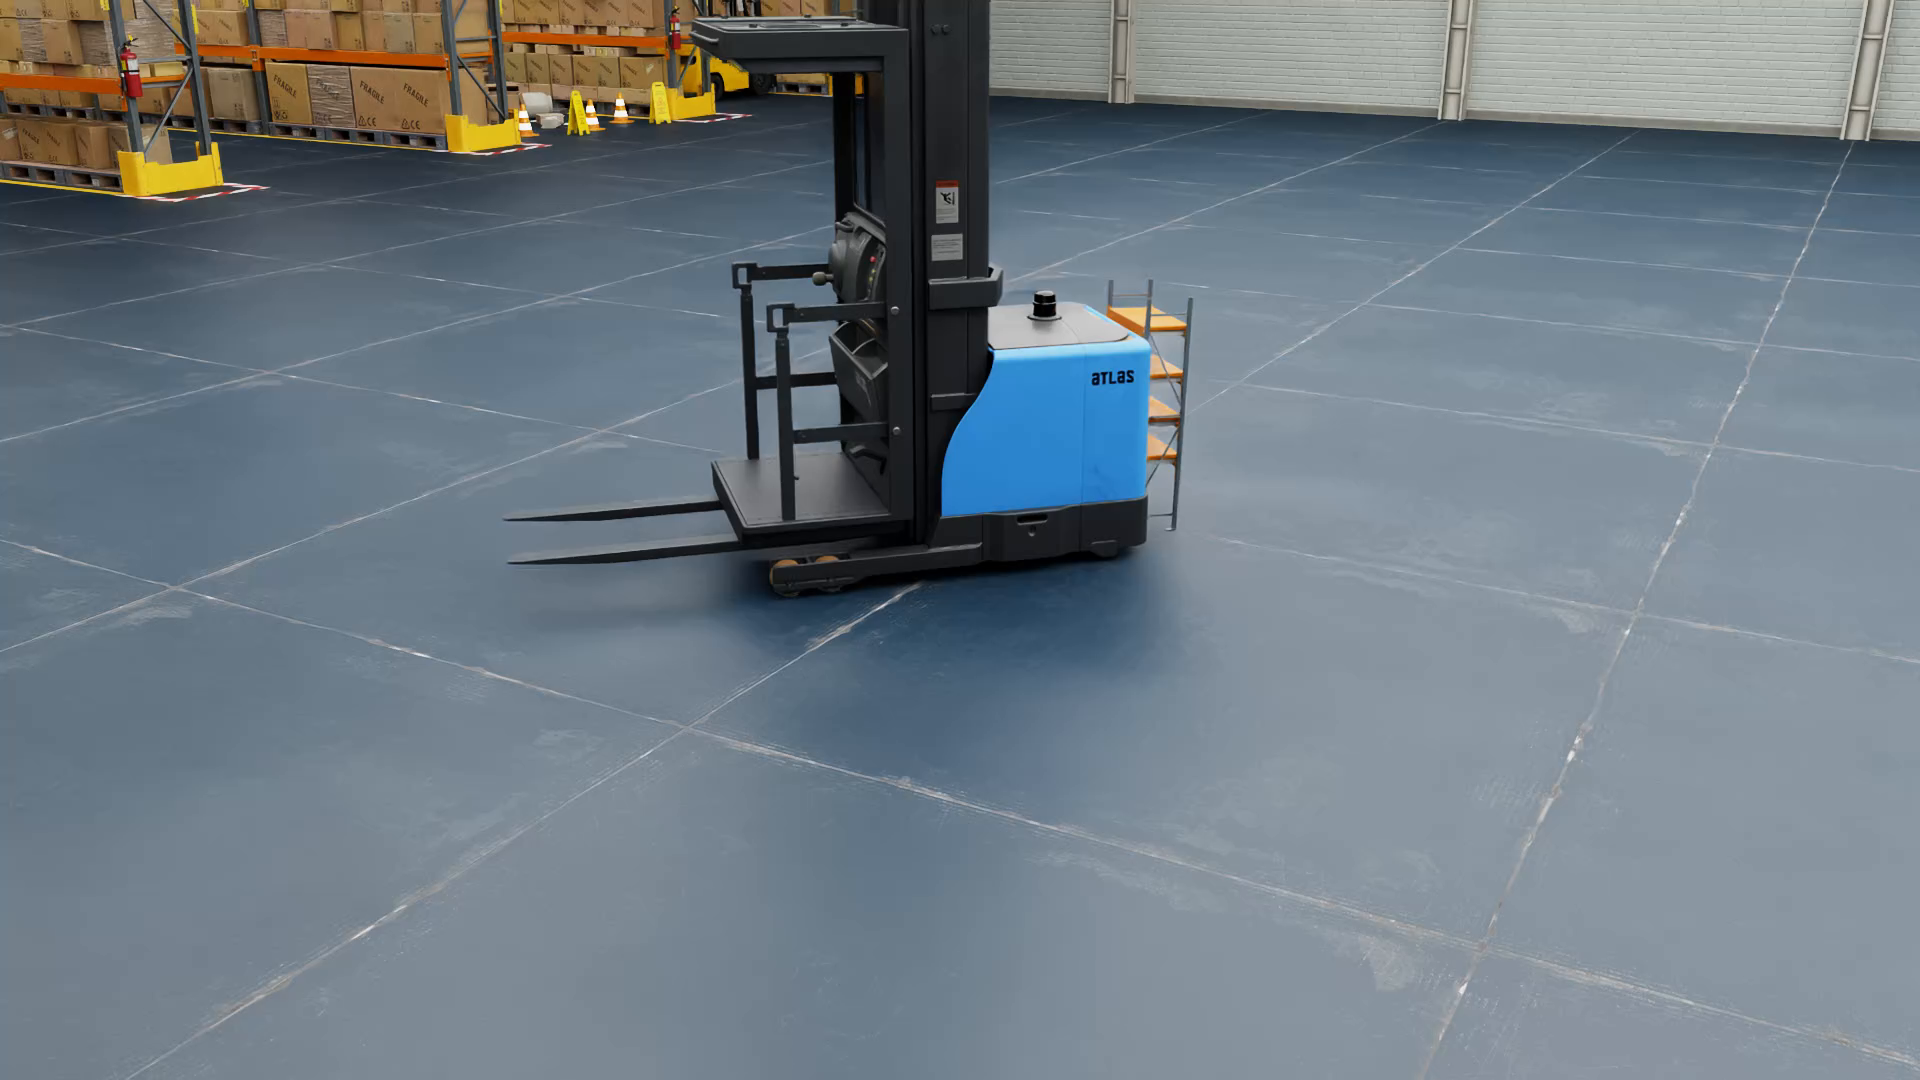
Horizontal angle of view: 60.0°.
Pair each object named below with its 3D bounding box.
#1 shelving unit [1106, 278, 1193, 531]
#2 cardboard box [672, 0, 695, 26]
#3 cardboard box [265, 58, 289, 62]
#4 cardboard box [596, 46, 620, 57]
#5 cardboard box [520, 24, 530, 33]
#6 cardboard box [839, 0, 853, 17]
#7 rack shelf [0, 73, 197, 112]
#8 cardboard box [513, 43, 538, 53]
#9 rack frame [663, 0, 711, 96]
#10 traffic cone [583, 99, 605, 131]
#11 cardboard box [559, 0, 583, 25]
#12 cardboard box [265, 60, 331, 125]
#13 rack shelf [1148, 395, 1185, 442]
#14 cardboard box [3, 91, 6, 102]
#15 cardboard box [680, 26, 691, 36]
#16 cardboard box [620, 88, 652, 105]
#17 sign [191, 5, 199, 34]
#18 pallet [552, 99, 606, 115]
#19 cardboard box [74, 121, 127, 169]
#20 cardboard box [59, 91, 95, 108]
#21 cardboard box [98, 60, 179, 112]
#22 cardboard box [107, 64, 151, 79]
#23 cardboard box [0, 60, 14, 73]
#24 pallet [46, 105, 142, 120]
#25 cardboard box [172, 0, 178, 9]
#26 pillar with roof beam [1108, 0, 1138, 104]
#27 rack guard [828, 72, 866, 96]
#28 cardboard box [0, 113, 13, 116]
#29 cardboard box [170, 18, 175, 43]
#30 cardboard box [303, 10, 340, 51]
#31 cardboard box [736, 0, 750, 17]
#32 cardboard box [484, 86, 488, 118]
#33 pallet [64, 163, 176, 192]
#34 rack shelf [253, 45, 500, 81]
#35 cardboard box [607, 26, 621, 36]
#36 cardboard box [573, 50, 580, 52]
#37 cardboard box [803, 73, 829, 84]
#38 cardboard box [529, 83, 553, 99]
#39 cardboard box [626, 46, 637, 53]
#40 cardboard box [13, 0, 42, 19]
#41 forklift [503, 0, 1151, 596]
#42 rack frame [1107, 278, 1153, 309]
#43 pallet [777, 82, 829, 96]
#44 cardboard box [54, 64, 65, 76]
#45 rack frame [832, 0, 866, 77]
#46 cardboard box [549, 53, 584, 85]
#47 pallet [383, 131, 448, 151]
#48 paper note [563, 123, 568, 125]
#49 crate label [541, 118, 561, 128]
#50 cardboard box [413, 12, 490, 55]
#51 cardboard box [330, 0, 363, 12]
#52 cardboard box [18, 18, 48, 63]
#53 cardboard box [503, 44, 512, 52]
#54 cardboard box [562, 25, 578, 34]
[{"bbox_3d":[0.933,-0.690,8.496,0.258,1.200,0.503,-4,20,-17],"label":"shelving unit"},{"bbox_3d":[-4.811,-8.908,27.941,0.500,0.500,0.500,10,22,26],"label":"cardboard box"},{"bbox_3d":[-12.856,-9.378,32.319,0.875,0.875,0.875,11,23,28],"label":"cardboard box"},{"bbox_3d":[-5.930,-8.261,28.107,0.250,0.149,0.380,11,23,28],"label":"cardboard box"},{"bbox_3d":[-7.413,-8.897,28.863,0.250,0.149,0.380,11,23,27],"label":"cardboard box"},{"bbox_3d":[-2.412,-10.250,32.077,0.500,0.500,0.500,12,23,29],"label":"cardboard box"},{"bbox_3d":[-11.112,-5.604,20.470,4.000,0.370,1.077,11,23,27],"label":"rack shelf"},{"bbox_3d":[-7.561,-8.570,28.958,0.250,0.149,0.380,11,23,28],"label":"cardboard box"},{"bbox_3d":[-4.533,-8.560,27.564,0.127,3.000,1.000,11,23,27],"label":"rack frame"},{"bbox_3d":[-5.782,-6.668,26.068,0.334,0.463,0.336,11,23,27],"label":"traffic cone"},{"bbox_3d":[-6.444,-9.014,28.232,0.500,0.500,0.500,11,23,28],"label":"cardboard box"},{"bbox_3d":[-9.836,-6.808,25.234,0.875,0.875,0.875,11,23,28],"label":"cardboard box"},{"bbox_3d":[0.931,-0.627,8.519,0.258,0.148,0.480,-4,20,-17],"label":"rack shelf"},{"bbox_3d":[-16.356,-7.798,28.513,0.500,0.500,0.500,12,23,30],"label":"cardboard box"},{"bbox_3d":[-4.728,-8.560,27.932,0.250,0.149,0.380,11,23,28],"label":"cardboard box"},{"bbox_3d":[-5.390,-7.523,28.122,0.500,0.250,0.500,11,23,27],"label":"cardboard box"},{"bbox_3d":[-9.101,-6.178,19.728,0.005,0.325,0.100,11,23,27],"label":"sign"},{"bbox_3d":[-6.352,-7.610,29.036,1.213,0.211,1.003,11,23,27],"label":"pallet"},{"bbox_3d":[-10.441,-4.830,20.331,0.500,0.500,0.500,18,27,41],"label":"cardboard box"},{"bbox_3d":[-14.545,-7.454,27.564,0.500,0.500,0.500,11,23,27],"label":"cardboard box"},{"bbox_3d":[-13.355,-7.412,27.082,0.750,0.750,1.050,10,22,27],"label":"cardboard box"},{"bbox_3d":[-9.715,-5.477,19.435,0.250,0.149,0.380,11,23,27],"label":"cardboard box"},{"bbox_3d":[-11.501,-5.786,20.285,0.250,0.149,0.380,11,23,27],"label":"cardboard box"},{"bbox_3d":[-14.524,-7.219,27.958,1.213,0.211,1.003,11,23,27],"label":"pallet"},{"bbox_3d":[-12.118,-8.586,26.023,0.500,0.500,0.700,11,22,27],"label":"cardboard box"},{"bbox_3d":[0.855,-10.963,25.391,0.400,9.000,9.100,11,23,27],"label":"pillar with roof beam"},{"bbox_3d":[-2.094,-8.859,32.054,0.348,0.500,1.175,11,23,27],"label":"rack guard"},{"bbox_3d":[-12.528,-5.219,21.403,0.500,0.500,0.500,10,22,26],"label":"cardboard box"},{"bbox_3d":[-12.263,-8.041,25.986,0.500,0.500,0.500,11,22,27],"label":"cardboard box"},{"bbox_3d":[-9.117,-7.538,24.526,0.550,0.550,0.875,11,23,27],"label":"cardboard box"},{"bbox_3d":[-4.013,-10.343,32.334,0.500,0.500,0.500,11,23,28],"label":"cardboard box"},{"bbox_3d":[-8.121,-7.142,27.116,0.503,0.637,0.797,11,23,27],"label":"cardboard box"},{"bbox_3d":[-10.124,-4.457,20.342,1.213,0.211,1.003,11,23,27],"label":"pallet"},{"bbox_3d":[-8.604,-7.064,24.495,4.000,0.370,1.077,11,23,27],"label":"rack shelf"},{"bbox_3d":[-5.692,-8.532,27.856,0.250,0.149,0.380,11,23,28],"label":"cardboard box"},{"bbox_3d":[-6.932,-8.380,29.384,0.500,0.500,0.500,11,23,28],"label":"cardboard box"},{"bbox_3d":[-2.679,-8.927,31.993,0.500,0.250,0.500,11,23,28],"label":"cardboard box"},{"bbox_3d":[-7.170,-7.866,29.067,0.500,0.250,0.500,12,23,30],"label":"cardboard box"},{"bbox_3d":[-6.742,-9.999,34.398,0.625,0.625,0.875,11,22,27],"label":"cardboard box"},{"bbox_3d":[-10.841,-6.450,19.698,0.500,0.500,0.500,11,23,27],"label":"cardboard box"},{"bbox_3d":[-0.660,-1.319,7.702,3.031,2.935,1.130,-6,21,-15],"label":"forklift"},{"bbox_3d":[0.860,-0.770,8.715,0.240,1.200,0.015,-4,20,-17],"label":"rack frame"},{"bbox_3d":[-2.803,-8.842,32.431,1.213,0.211,1.003,11,23,27],"label":"pallet"},{"bbox_3d":[-10.585,-5.646,19.898,0.250,0.149,0.380,11,23,27],"label":"cardboard box"},{"bbox_3d":[-2.115,-10.038,31.639,0.127,3.000,1.000,11,23,27],"label":"rack frame"},{"bbox_3d":[-6.716,-8.132,28.700,0.500,0.500,0.500,12,23,30],"label":"cardboard box"},{"bbox_3d":[-7.595,-5.868,24.233,1.213,0.211,1.003,11,23,27],"label":"pallet"},{"bbox_3d":[-6.329,-6.729,26.870,0.142,0.019,0.148,3,20,9],"label":"paper note"},{"bbox_3d":[-6.498,-6.627,26.433,0.298,0.136,0.250,0,20,-1],"label":"crate label"},{"bbox_3d":[-7.205,-7.188,23.562,0.550,0.550,0.875,11,23,27],"label":"cardboard box"},{"bbox_3d":[-8.637,-7.968,24.128,0.500,0.550,0.875,11,23,27],"label":"cardboard box"},{"bbox_3d":[-10.743,-6.040,20.033,0.500,0.500,0.875,11,23,27],"label":"cardboard box"},{"bbox_3d":[-9.573,-10.397,35.679,0.500,0.500,0.500,12,23,29],"label":"cardboard box"},{"bbox_3d":[-6.560,-8.710,28.346,0.250,0.149,0.380,11,23,27],"label":"cardboard box"}]
